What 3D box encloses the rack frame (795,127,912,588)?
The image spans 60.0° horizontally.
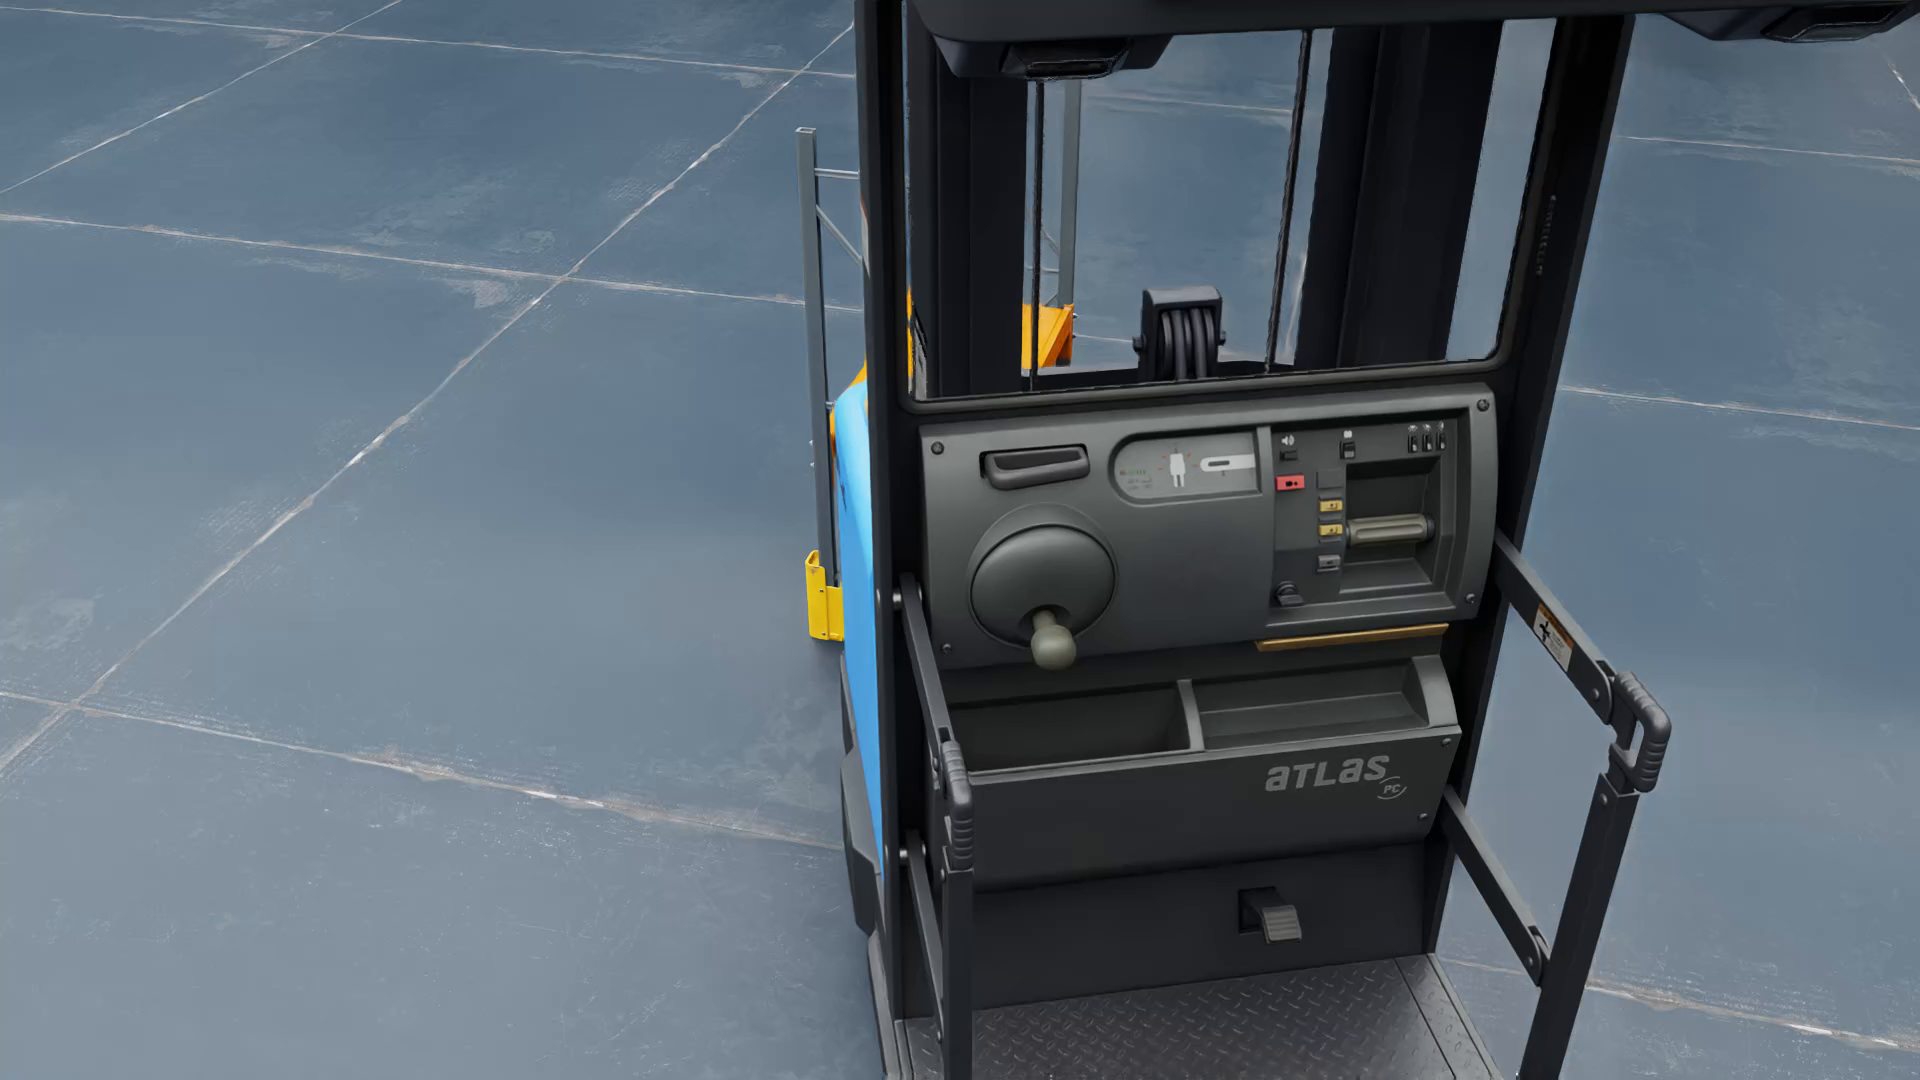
[{"bbox_3d":[-0.151,-0.325,4.363,0.500,1.500,0.032,8,33,12],"label":"rack frame"}]

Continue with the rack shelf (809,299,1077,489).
[{"bbox_3d":[-0.022,-0.437,4.875,0.538,0.185,1.000,8,33,12],"label":"rack shelf"}]

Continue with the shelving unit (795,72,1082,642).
[{"bbox_3d":[-0.019,-0.593,4.785,0.587,1.500,1.083,8,33,12],"label":"shelving unit"}]

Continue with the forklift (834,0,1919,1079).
[{"bbox_3d":[0.441,0.036,2.461,1.130,2.935,3.031,-5,33,-8],"label":"forklift"}]

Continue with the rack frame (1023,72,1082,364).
[{"bbox_3d":[0.107,-0.852,5.193,0.500,1.500,0.032,8,33,12],"label":"rack frame"}]

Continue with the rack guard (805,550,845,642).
[{"bbox_3d":[-0.146,0.192,4.714,0.587,0.250,0.087,8,33,12],"label":"rack guard"}]
